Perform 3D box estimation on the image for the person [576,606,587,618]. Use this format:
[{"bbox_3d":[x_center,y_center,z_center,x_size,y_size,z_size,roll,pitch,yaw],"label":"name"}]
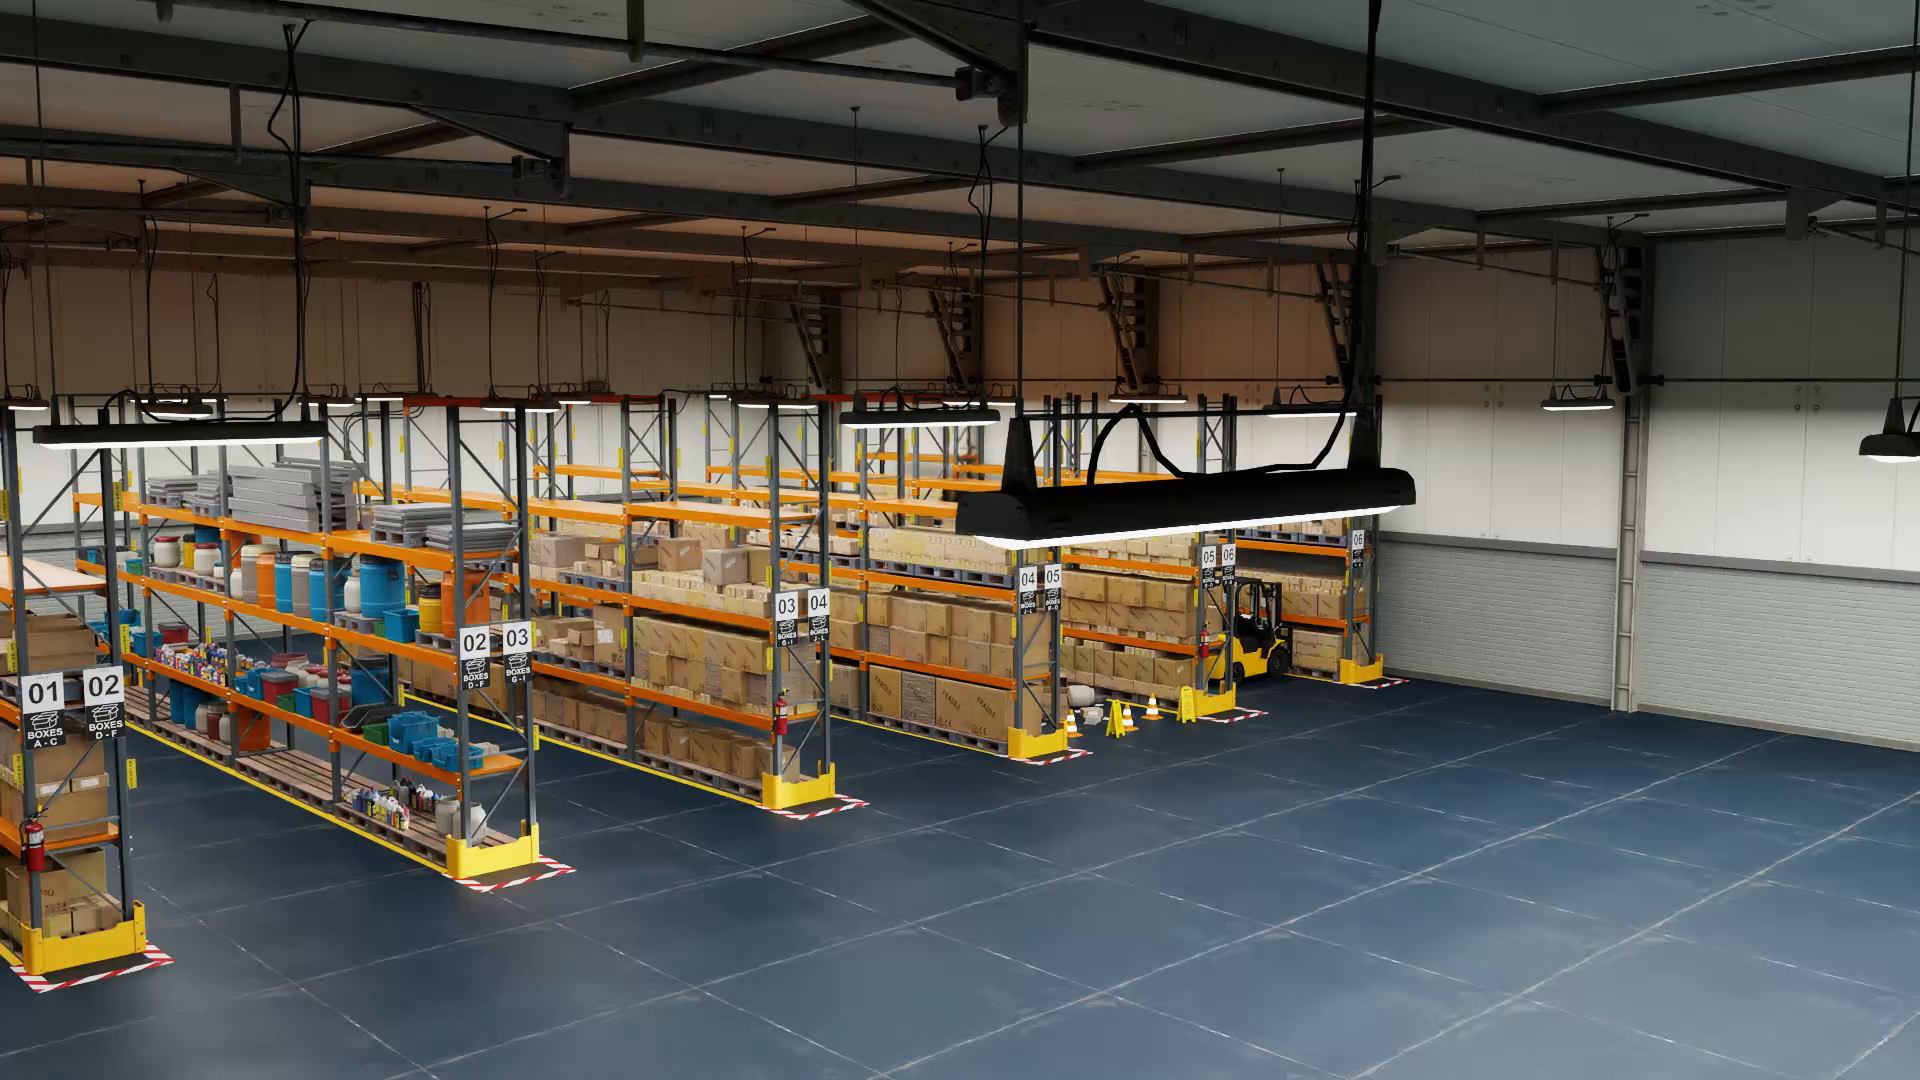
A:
[{"bbox_3d":[-9.485,1.453,41.463,0.602,1.737,0.655,-5,8,-44],"label":"person"}]
